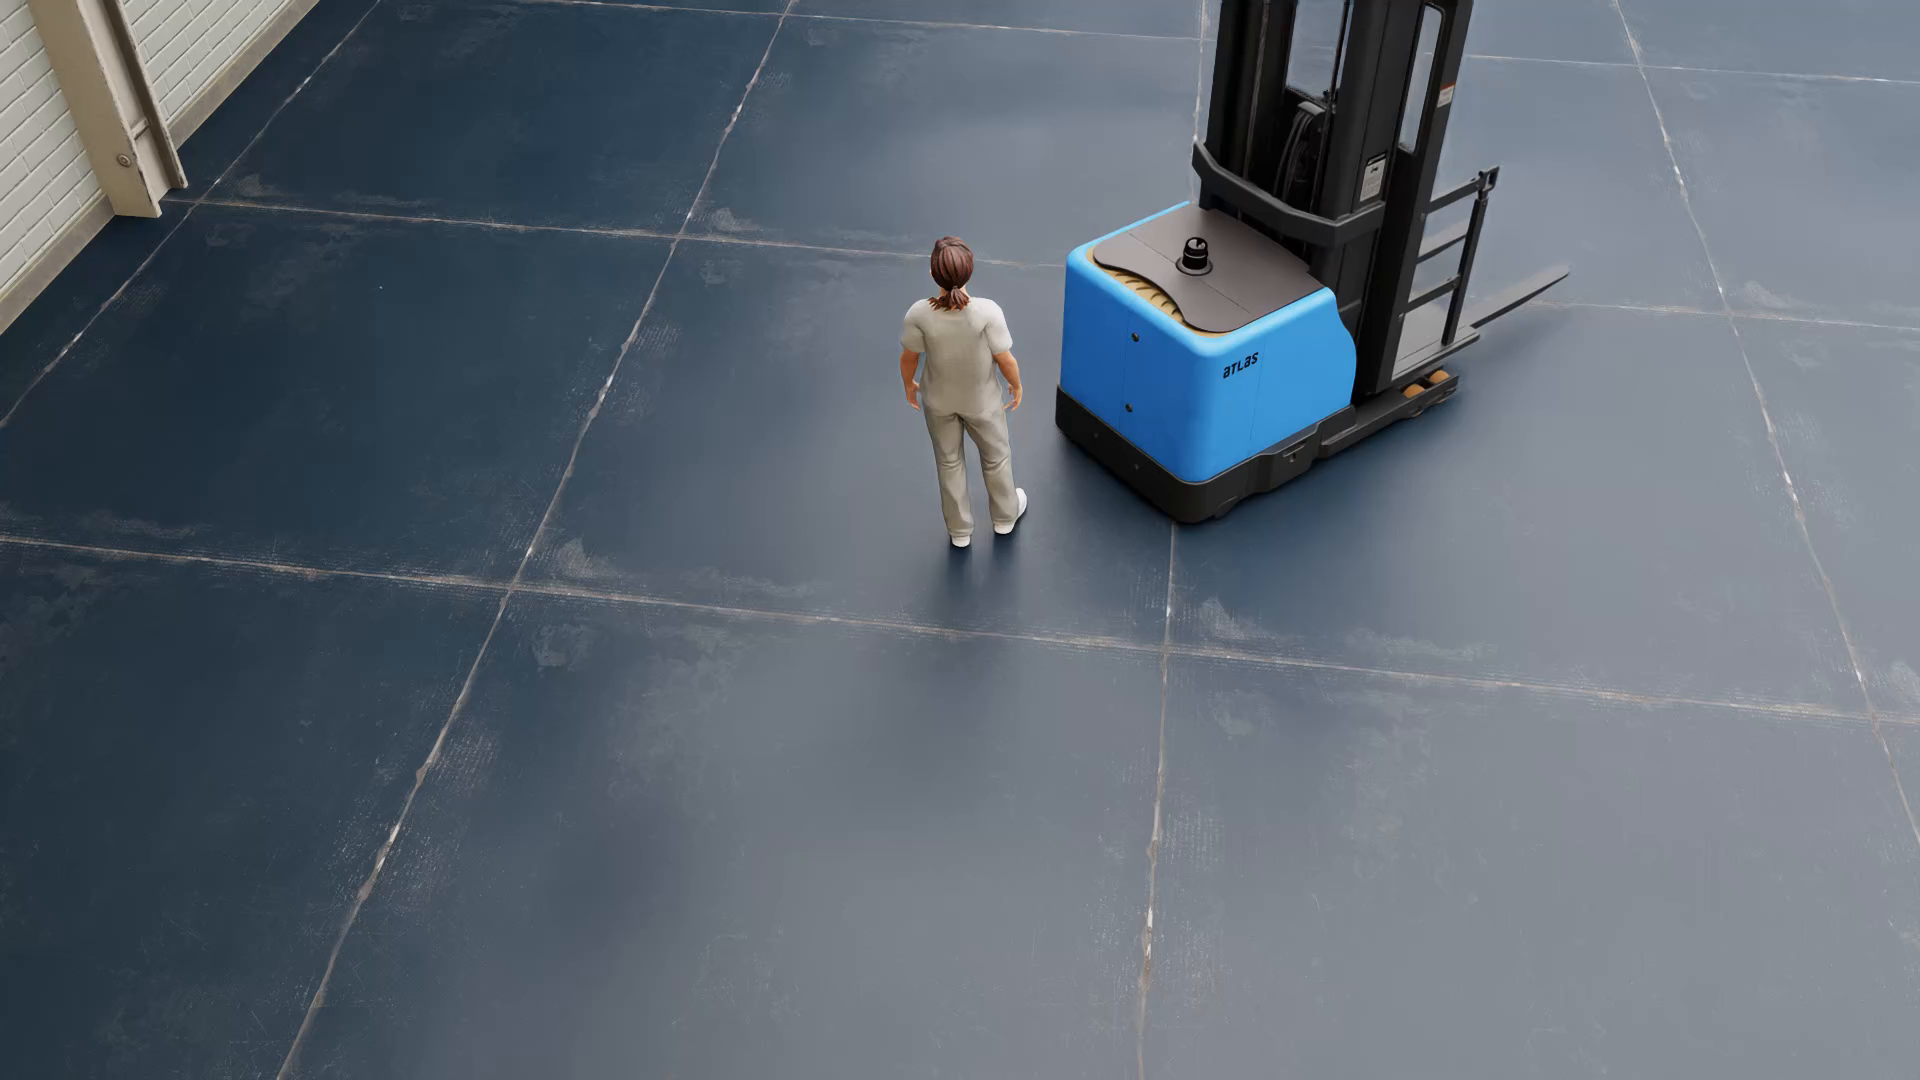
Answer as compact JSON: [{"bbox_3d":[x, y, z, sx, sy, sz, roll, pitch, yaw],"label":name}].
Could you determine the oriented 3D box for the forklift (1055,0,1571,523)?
[{"bbox_3d":[1.967,-1.976,7.876,3.031,2.935,1.130,-27,49,-26],"label":"forklift"}]

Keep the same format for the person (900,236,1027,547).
[{"bbox_3d":[0.024,-0.671,7.372,0.549,1.674,0.548,5,43,6],"label":"person"}]
